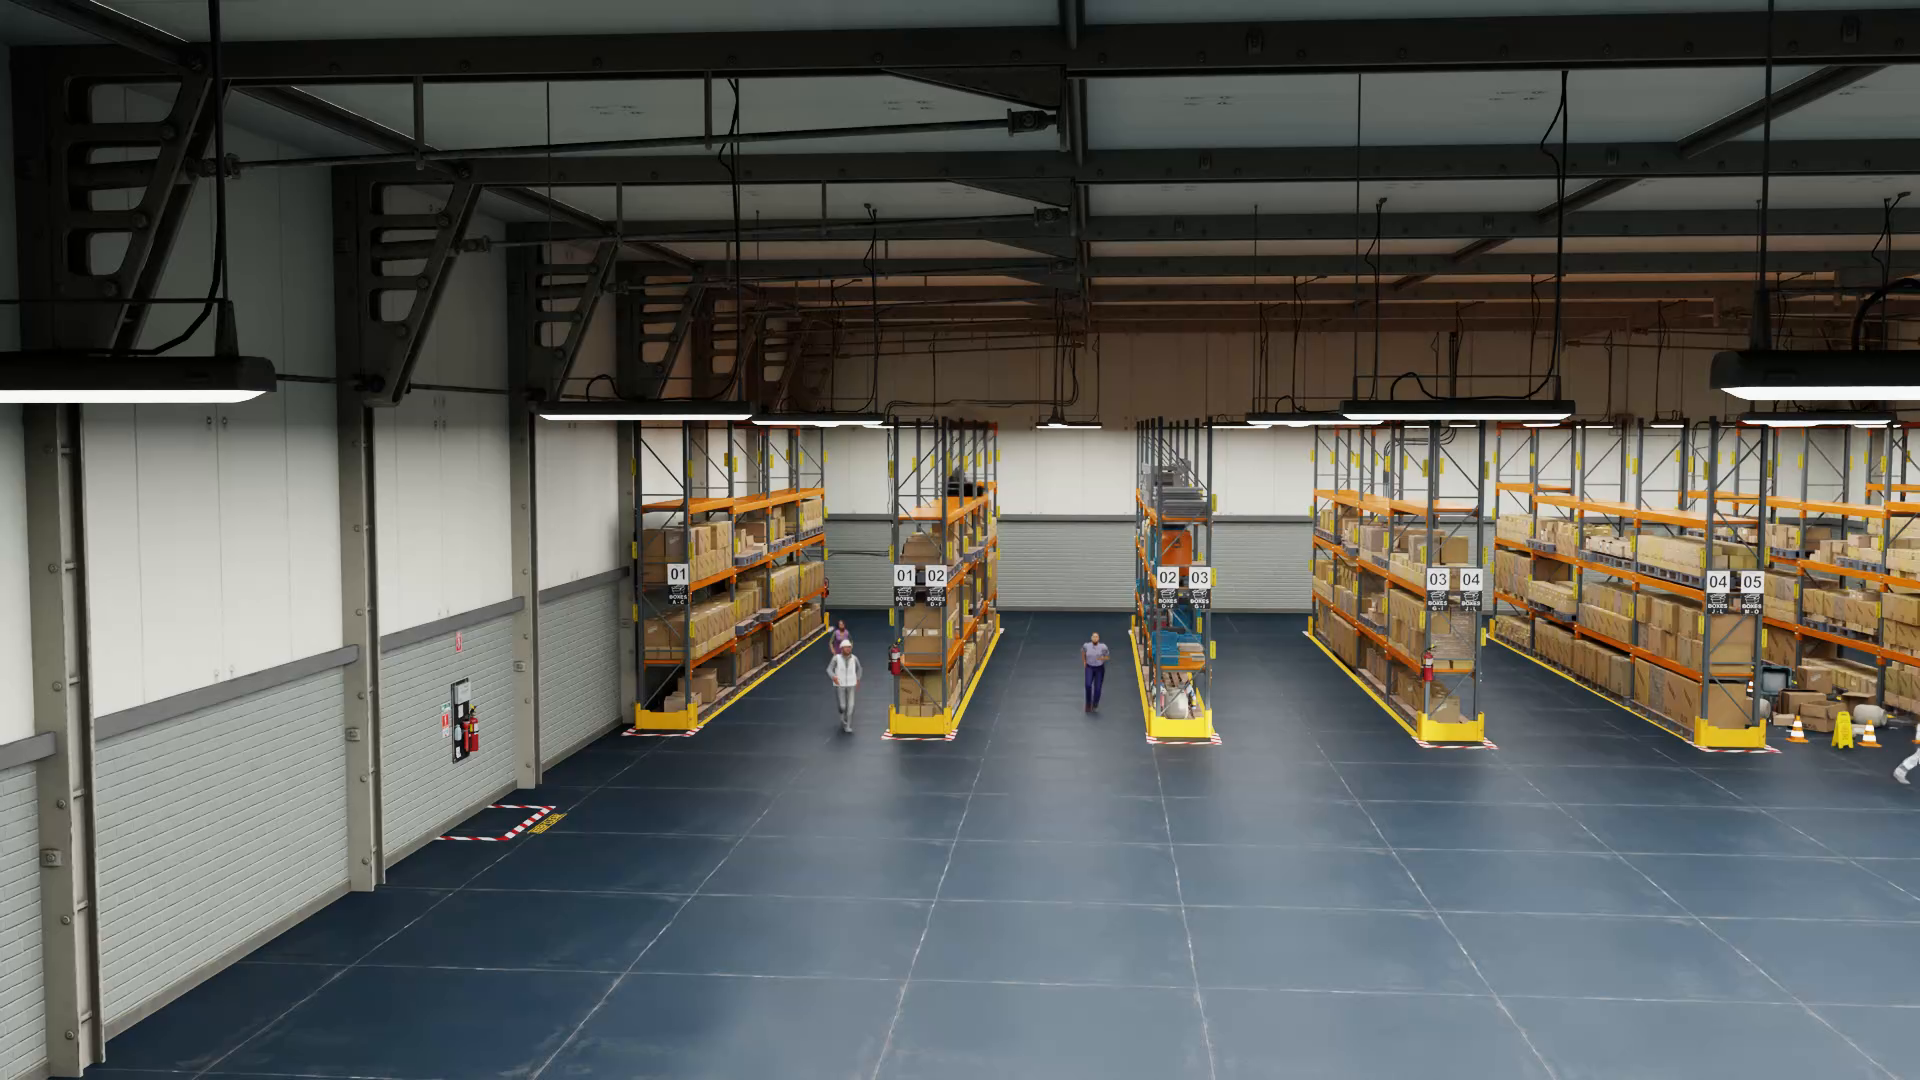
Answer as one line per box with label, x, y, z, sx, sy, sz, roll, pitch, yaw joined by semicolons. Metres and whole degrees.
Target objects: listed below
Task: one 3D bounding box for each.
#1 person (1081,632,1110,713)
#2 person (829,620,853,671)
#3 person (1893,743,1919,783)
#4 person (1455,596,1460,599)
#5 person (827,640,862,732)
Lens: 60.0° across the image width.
person;2.760;2.711;33.991;0.565;1.659;0.765;0;4;4
person;-2.638;2.554;36.914;0.543;1.561;0.676;0;4;-6
person;15.468;3.172;26.491;0.706;1.732;1.048;-4;5;-45
person;13.192;1.994;44.292;0.693;1.744;0.701;0;4;3
person;-2.208;2.784;31.942;0.692;1.750;0.562;-1;4;-12
